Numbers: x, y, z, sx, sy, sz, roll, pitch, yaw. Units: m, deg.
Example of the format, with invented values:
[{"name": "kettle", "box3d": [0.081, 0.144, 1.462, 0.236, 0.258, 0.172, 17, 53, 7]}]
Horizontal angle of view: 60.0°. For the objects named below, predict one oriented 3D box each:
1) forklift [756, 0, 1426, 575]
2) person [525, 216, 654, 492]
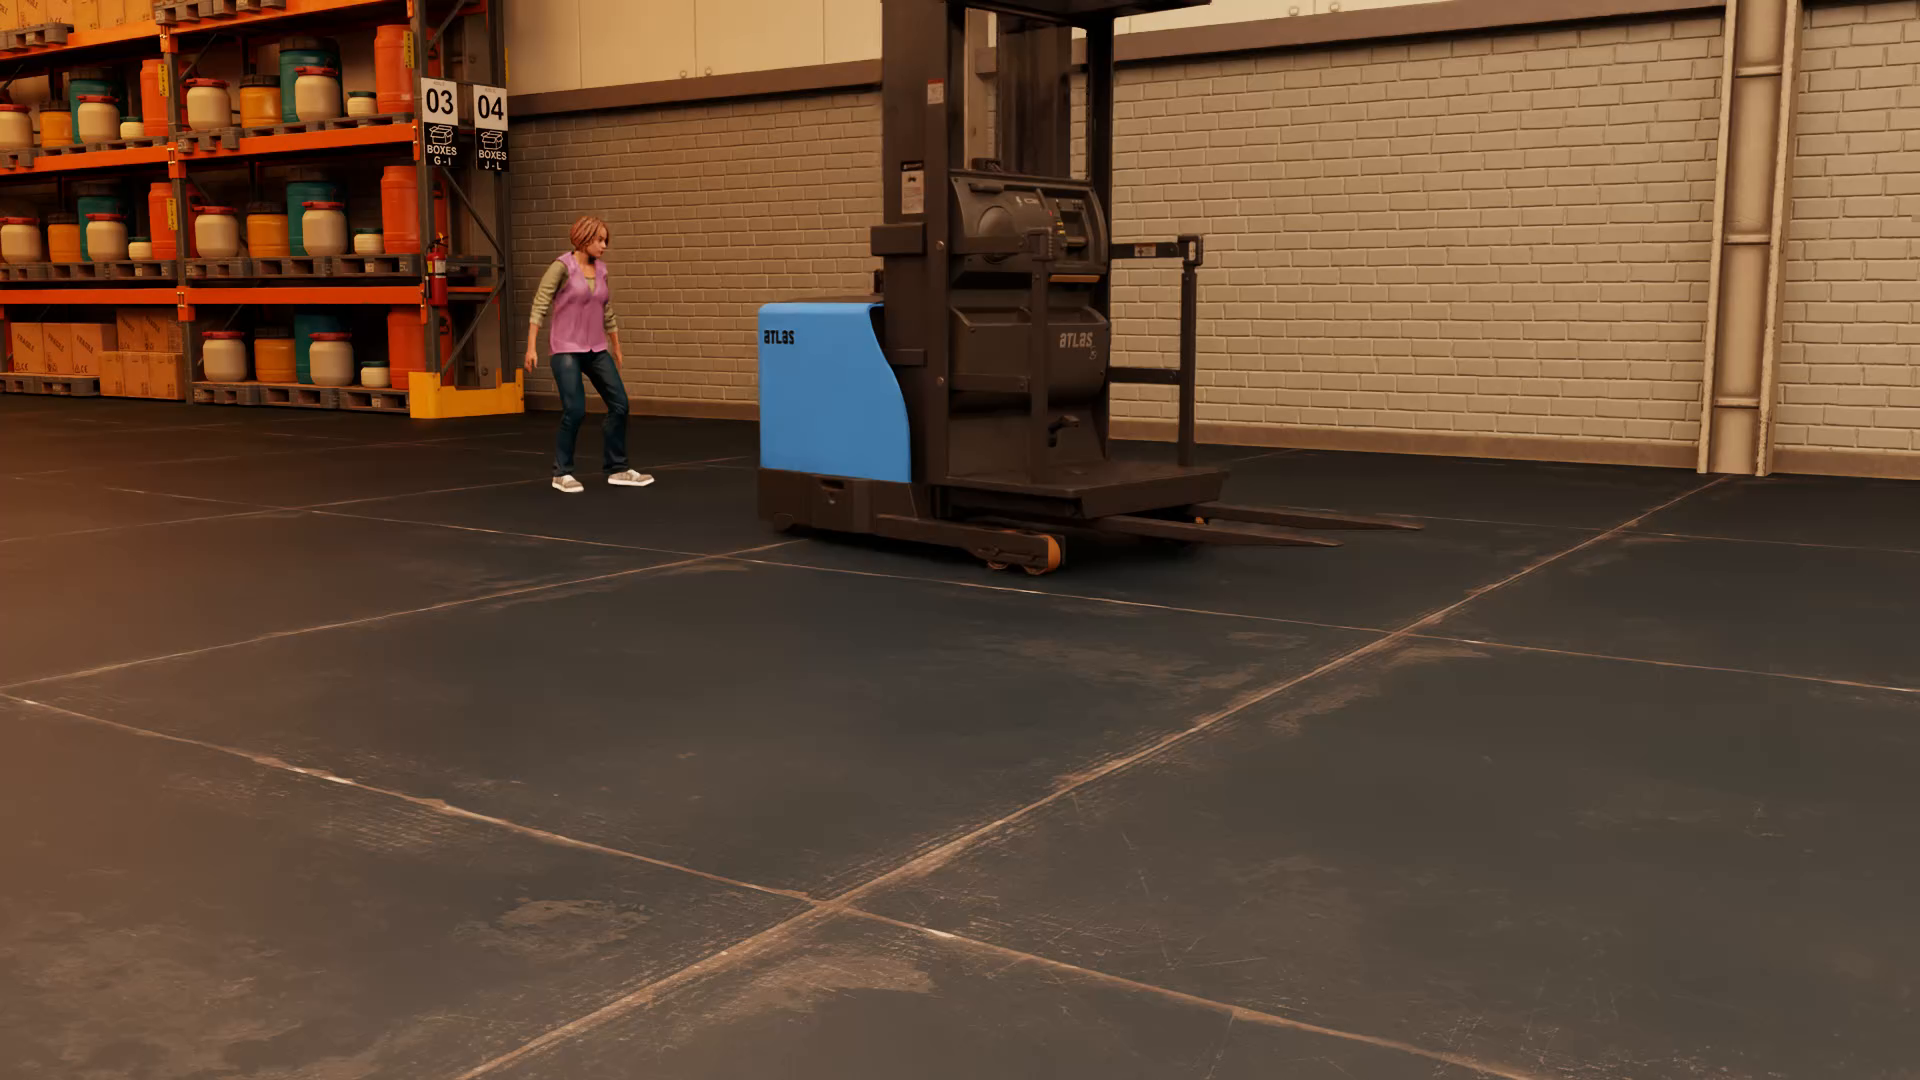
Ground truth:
[{"name": "forklift", "box3d": [0.459, -1.393, 6.987, 3.031, 2.935, 1.130, 8, 11, 43]}, {"name": "person", "box3d": [-2.155, -1.064, 9.582, 0.379, 1.564, 0.726, 7, 11, 40]}]
